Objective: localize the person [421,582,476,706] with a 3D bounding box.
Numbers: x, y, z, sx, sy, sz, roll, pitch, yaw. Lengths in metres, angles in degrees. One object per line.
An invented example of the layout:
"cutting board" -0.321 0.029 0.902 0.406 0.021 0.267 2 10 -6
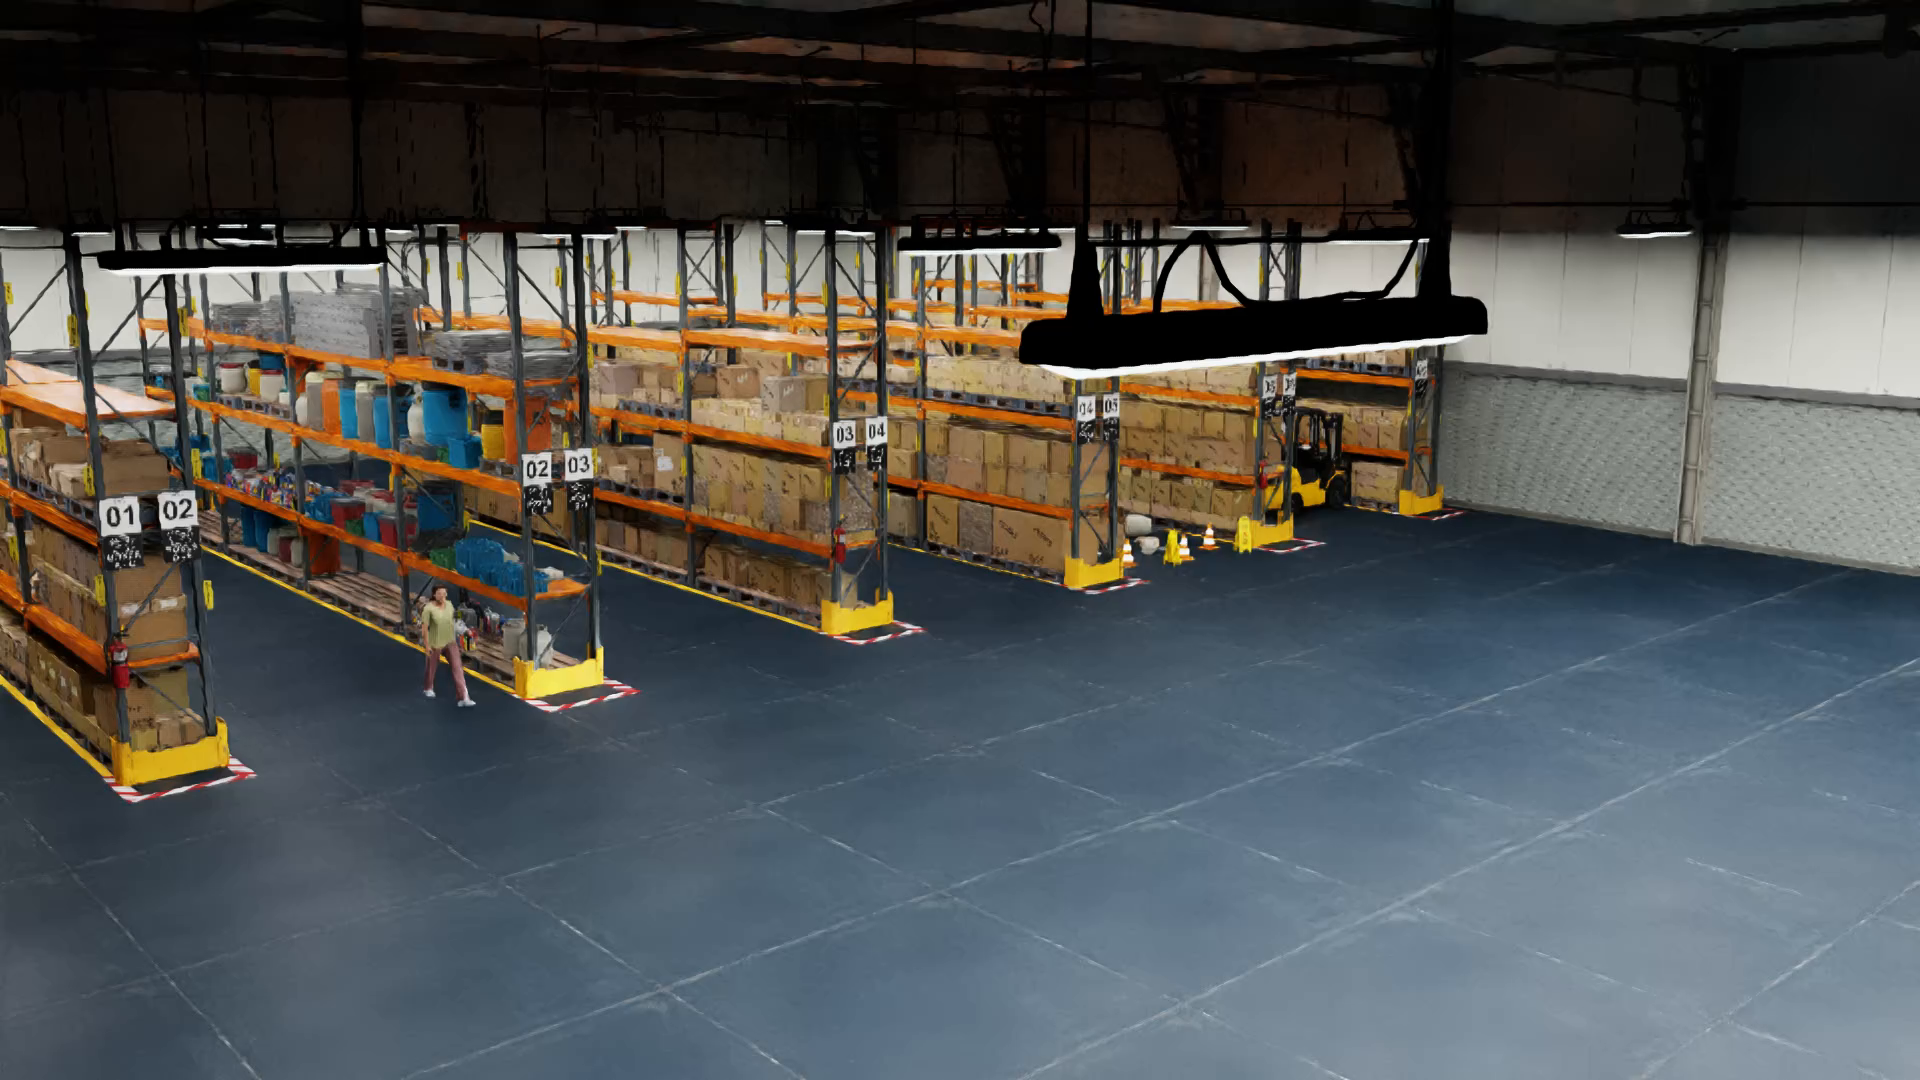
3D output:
"person" -6.639 1.309 21.261 0.448 1.588 1.095 -9 14 -38

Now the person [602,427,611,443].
"person" -8.859 -2.858 41.459 0.408 1.767 0.651 -5 12 -23
